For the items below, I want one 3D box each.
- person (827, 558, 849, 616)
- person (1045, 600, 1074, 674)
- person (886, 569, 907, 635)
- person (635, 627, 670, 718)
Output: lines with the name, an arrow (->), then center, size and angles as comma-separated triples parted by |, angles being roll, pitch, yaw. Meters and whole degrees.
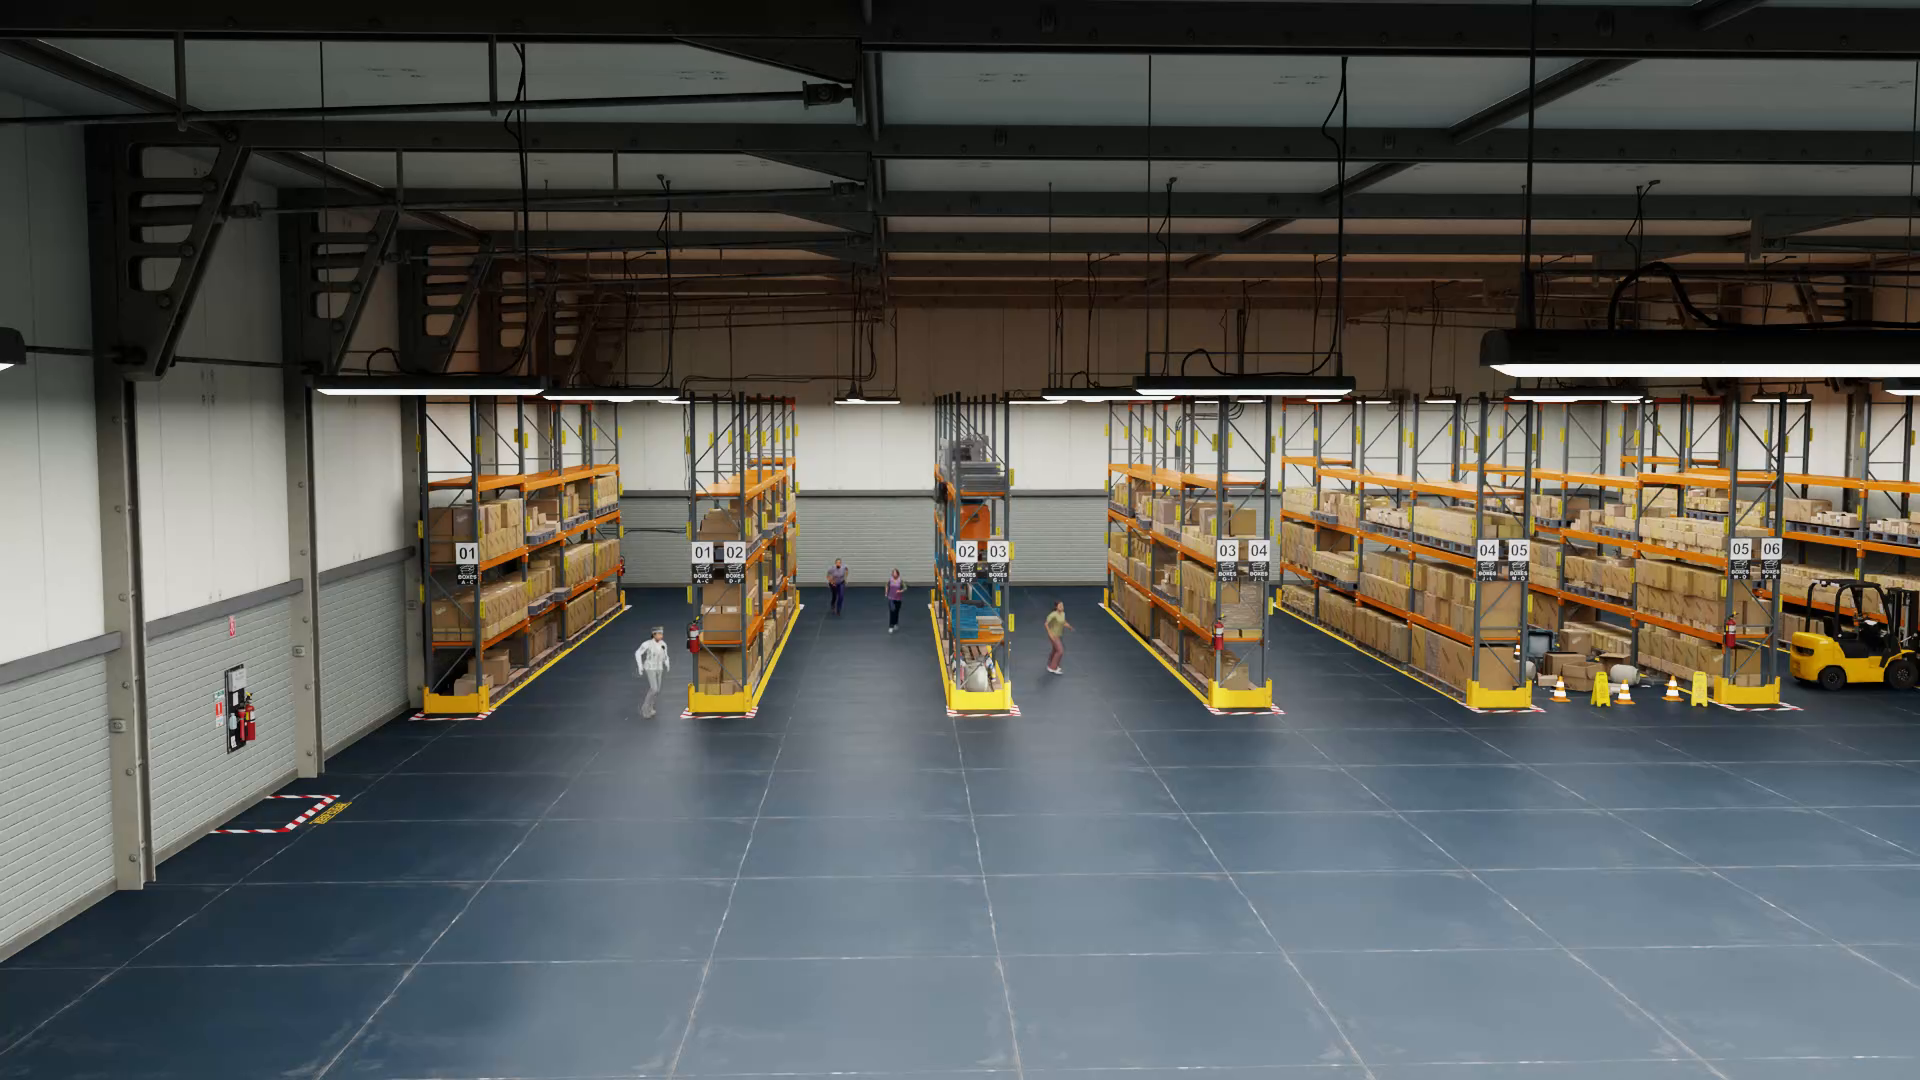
person -> -3.396, 1.291, 45.916 | 0.629, 1.598, 0.905 | -1, 5, -17
person -> 2.100, 2.075, 35.829 | 0.740, 1.607, 0.628 | 3, 6, 34
person -> -1.612, 1.532, 42.089 | 0.564, 1.630, 0.781 | 0, 5, 3
person -> -5.640, 2.450, 30.734 | 0.653, 1.717, 0.595 | 4, 6, 44
